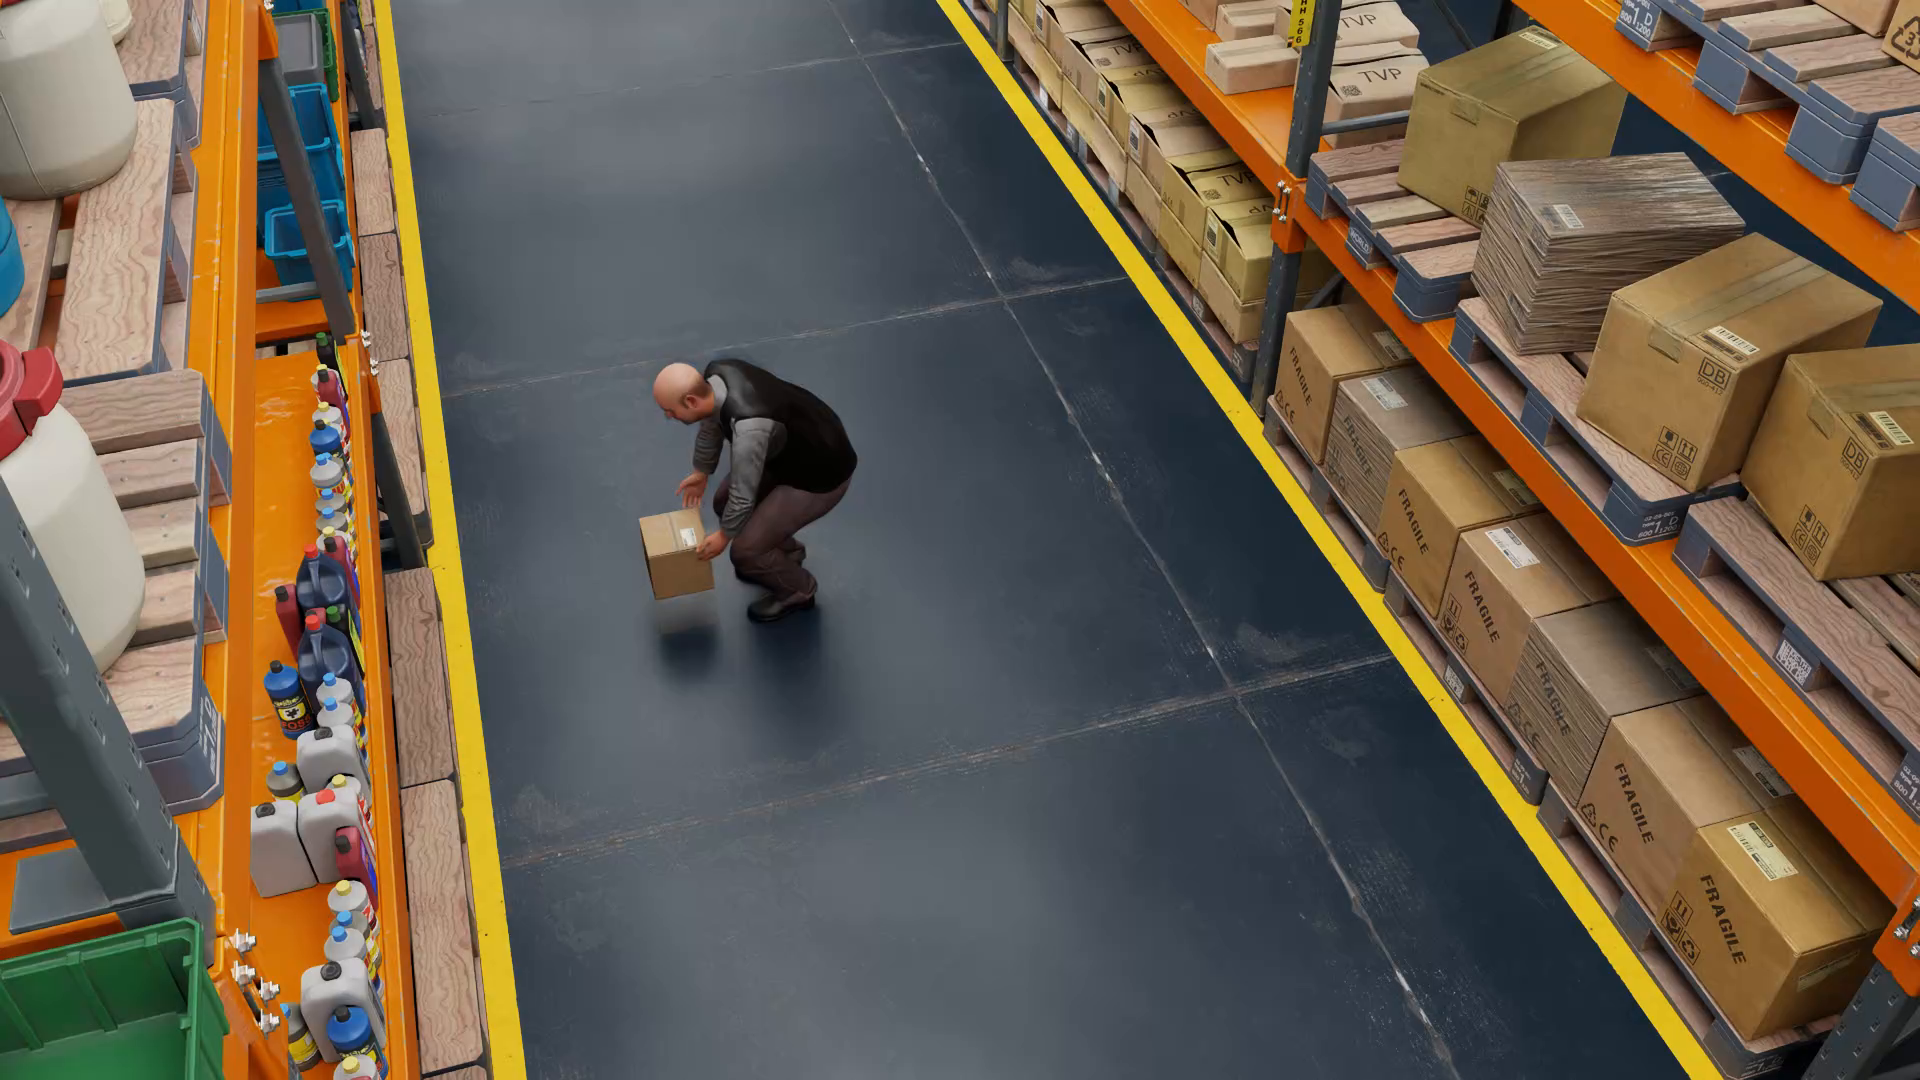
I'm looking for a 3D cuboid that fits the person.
[{"bbox_3d":[-0.801,-0.235,6.767,0.767,1.289,0.588,-12,43,-13],"label":"person"}]
